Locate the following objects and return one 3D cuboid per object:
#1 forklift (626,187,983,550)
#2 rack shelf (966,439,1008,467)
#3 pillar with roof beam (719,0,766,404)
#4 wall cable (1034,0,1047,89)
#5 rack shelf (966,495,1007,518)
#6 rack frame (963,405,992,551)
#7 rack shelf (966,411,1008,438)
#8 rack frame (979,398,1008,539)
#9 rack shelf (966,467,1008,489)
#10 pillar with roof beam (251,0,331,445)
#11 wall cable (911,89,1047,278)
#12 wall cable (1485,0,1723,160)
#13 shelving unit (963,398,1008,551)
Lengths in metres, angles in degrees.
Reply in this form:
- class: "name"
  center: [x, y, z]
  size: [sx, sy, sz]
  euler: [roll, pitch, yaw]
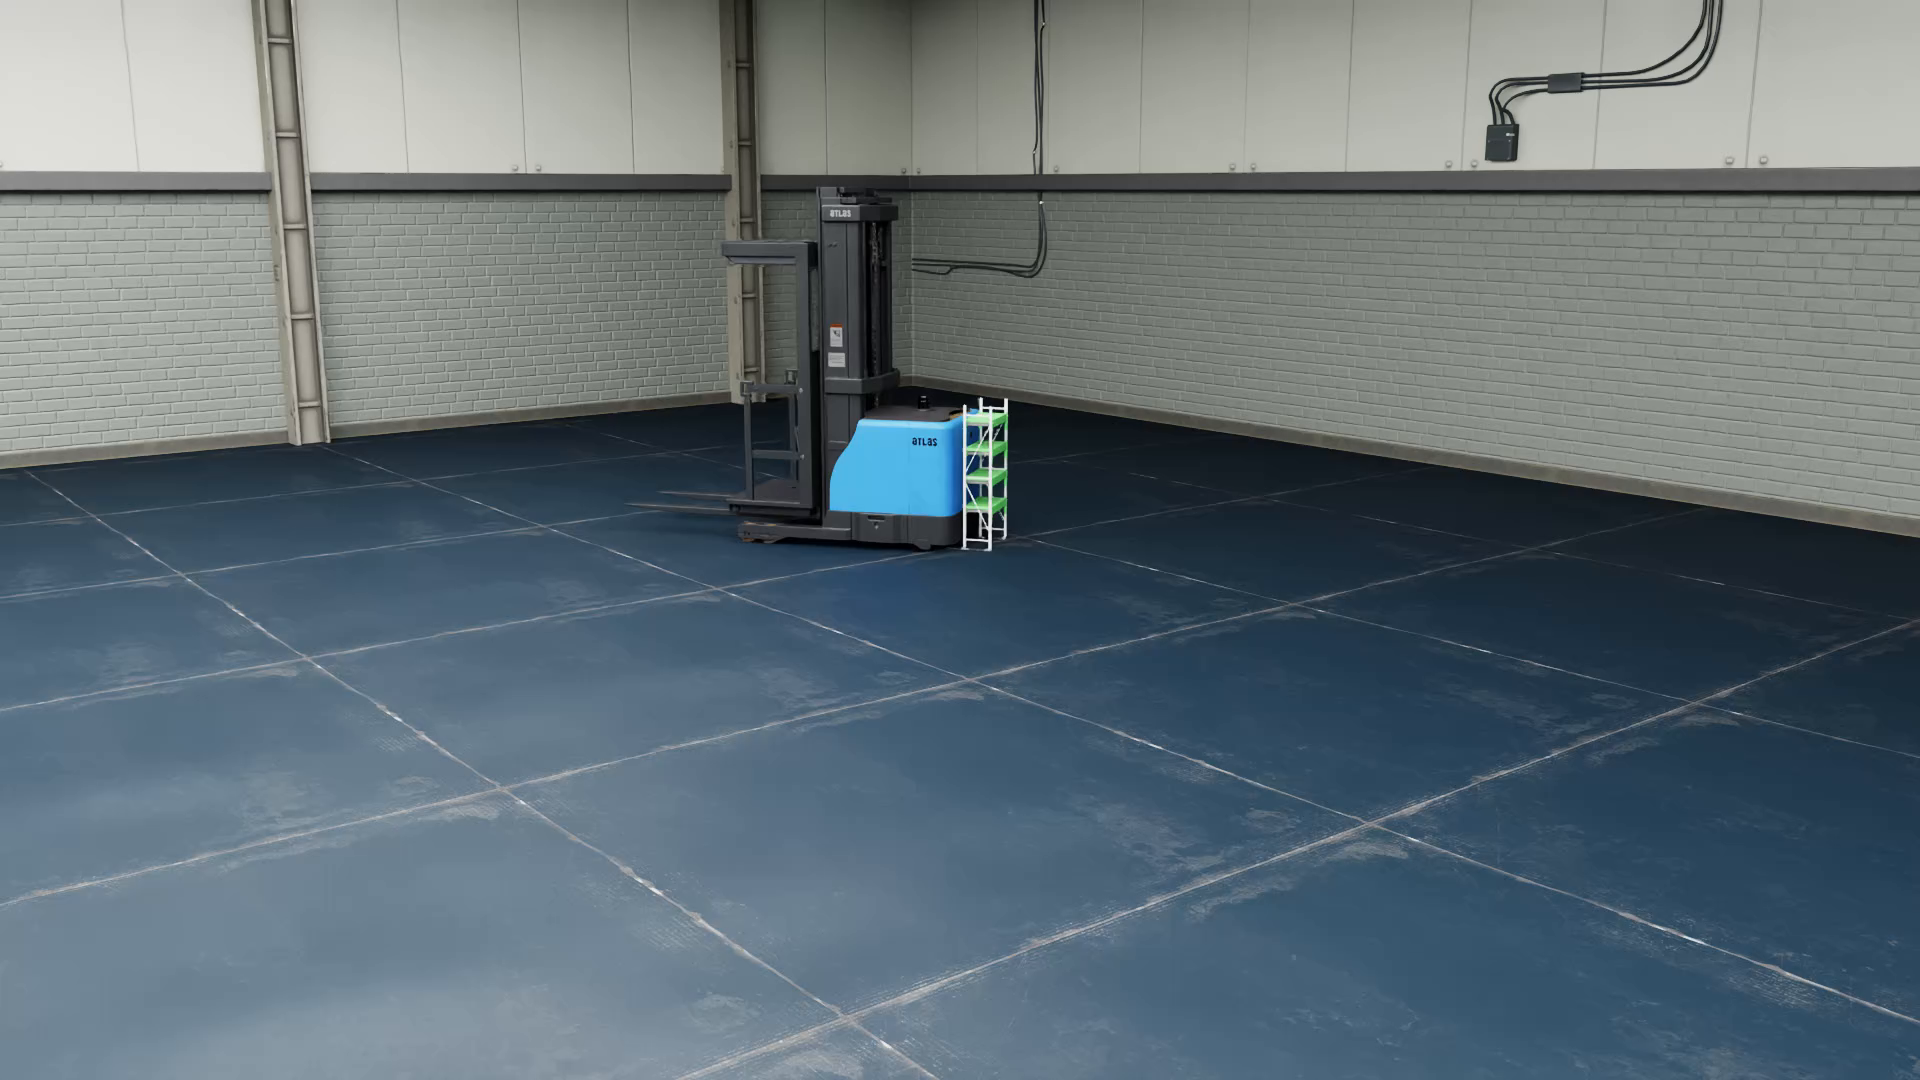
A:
- class: "forklift"
  center: [-1.372, -1.505, 14.159]
  size: [3.031, 2.935, 1.130]
  euler: [3, 12, 16]
- class: "rack shelf"
  center: [0.213, -0.725, 13.805]
  size: [0.258, 0.148, 0.480]
  euler: [4, 13, 16]
- class: "pillar with roof beam"
  center: [-0.266, -5.630, 18.980]
  size: [0.400, 9.000, 9.100]
  euler: [-9, 15, -38]
- class: "wall cable"
  center: [1.861, -7.009, 20.790]
  size: [0.112, 2.526, 3.097]
  euler: [-9, 15, -38]
- class: "rack shelf"
  center: [0.211, -0.256, 13.905]
  size: [0.258, 0.148, 0.480]
  euler: [4, 13, 16]
- class: "rack frame"
  center: [0.144, -0.504, 13.612]
  size: [0.240, 1.200, 0.015]
  euler: [4, 13, 16]
- class: "rack shelf"
  center: [0.213, -0.960, 13.755]
  size: [0.258, 0.148, 0.480]
  euler: [4, 13, 16]
- class: "rack frame"
  center: [0.281, -0.601, 14.071]
  size: [0.240, 1.200, 0.015]
  euler: [4, 13, 16]
- class: "rack shelf"
  center: [0.212, -0.490, 13.855]
  size: [0.258, 0.148, 0.480]
  euler: [4, 13, 16]
- class: "pillar with roof beam"
  center: [-4.951, -4.852, 15.313]
  size: [0.400, 9.000, 9.100]
  euler: [-9, 15, -38]
- class: "wall cable"
  center: [0.171, -4.978, 23.381]
  size: [0.112, 2.526, 3.097]
  euler: [-9, 15, -38]
- class: "wall cable"
  center: [6.090, -6.618, 15.444]
  size: [0.169, 6.003, 2.305]
  euler: [-9, 15, -38]
- class: "shelving unit"
  center: [0.212, -0.553, 13.842]
  size: [0.258, 1.200, 0.503]
  euler: [4, 13, 16]
